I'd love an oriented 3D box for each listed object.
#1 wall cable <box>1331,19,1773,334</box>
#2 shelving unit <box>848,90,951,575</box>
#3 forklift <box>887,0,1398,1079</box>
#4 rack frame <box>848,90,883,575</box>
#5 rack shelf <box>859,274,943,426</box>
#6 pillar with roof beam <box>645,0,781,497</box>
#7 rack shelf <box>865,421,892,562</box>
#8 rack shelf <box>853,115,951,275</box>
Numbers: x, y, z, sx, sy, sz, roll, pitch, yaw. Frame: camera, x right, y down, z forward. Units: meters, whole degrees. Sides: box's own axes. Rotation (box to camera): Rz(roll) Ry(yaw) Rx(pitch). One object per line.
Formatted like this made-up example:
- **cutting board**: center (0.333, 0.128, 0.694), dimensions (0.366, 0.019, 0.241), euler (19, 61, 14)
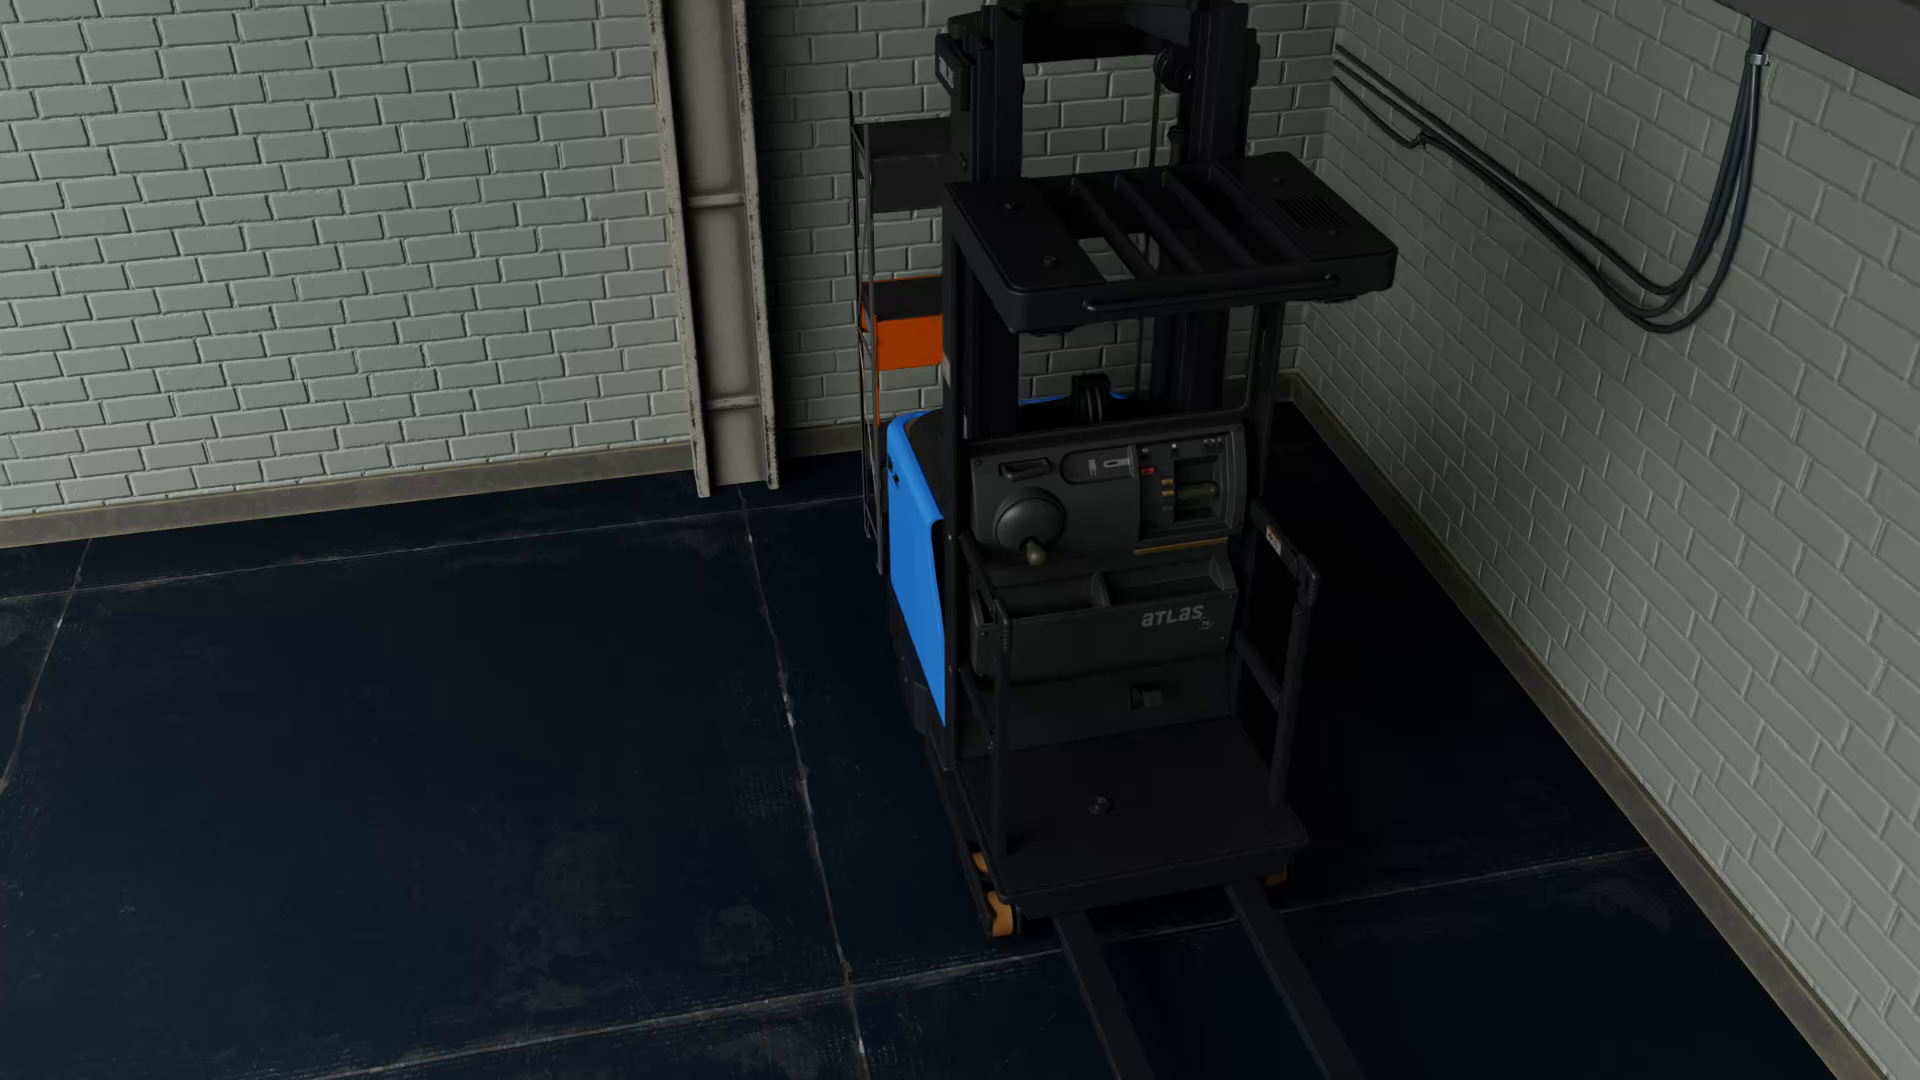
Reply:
- **wall cable**: center (2.061, -2.404, 6.043), dimensions (0.112, 2.526, 3.097), euler (-7, 35, -11)
- **shelving unit**: center (-0.161, -0.852, 7.135), dimensions (0.503, 2.100, 0.431), euler (-7, 35, -11)
- **forklift**: center (0.546, -0.090, 5.254), dimensions (1.130, 2.935, 3.031), euler (-8, 35, -12)
- **rack frame**: center (-0.399, -0.822, 7.090), dimensions (0.015, 2.100, 0.400), euler (-7, 35, -11)
- **rack shelf**: center (-0.161, -0.840, 7.142), dimensions (0.480, 0.518, 0.431), euler (-7, 35, -11)
- **pillar with roof beam**: center (-0.155, -1.710, 2.223), dimensions (0.400, 9.000, 9.100), euler (-7, 35, -11)
- **rack shelf**: center (-0.161, -0.259, 7.532), dimensions (0.480, 0.518, 0.431), euler (-7, 35, -11)
- **rack shelf**: center (-0.161, -1.421, 6.752), dimensions (0.480, 0.518, 0.431), euler (-7, 35, -11)
